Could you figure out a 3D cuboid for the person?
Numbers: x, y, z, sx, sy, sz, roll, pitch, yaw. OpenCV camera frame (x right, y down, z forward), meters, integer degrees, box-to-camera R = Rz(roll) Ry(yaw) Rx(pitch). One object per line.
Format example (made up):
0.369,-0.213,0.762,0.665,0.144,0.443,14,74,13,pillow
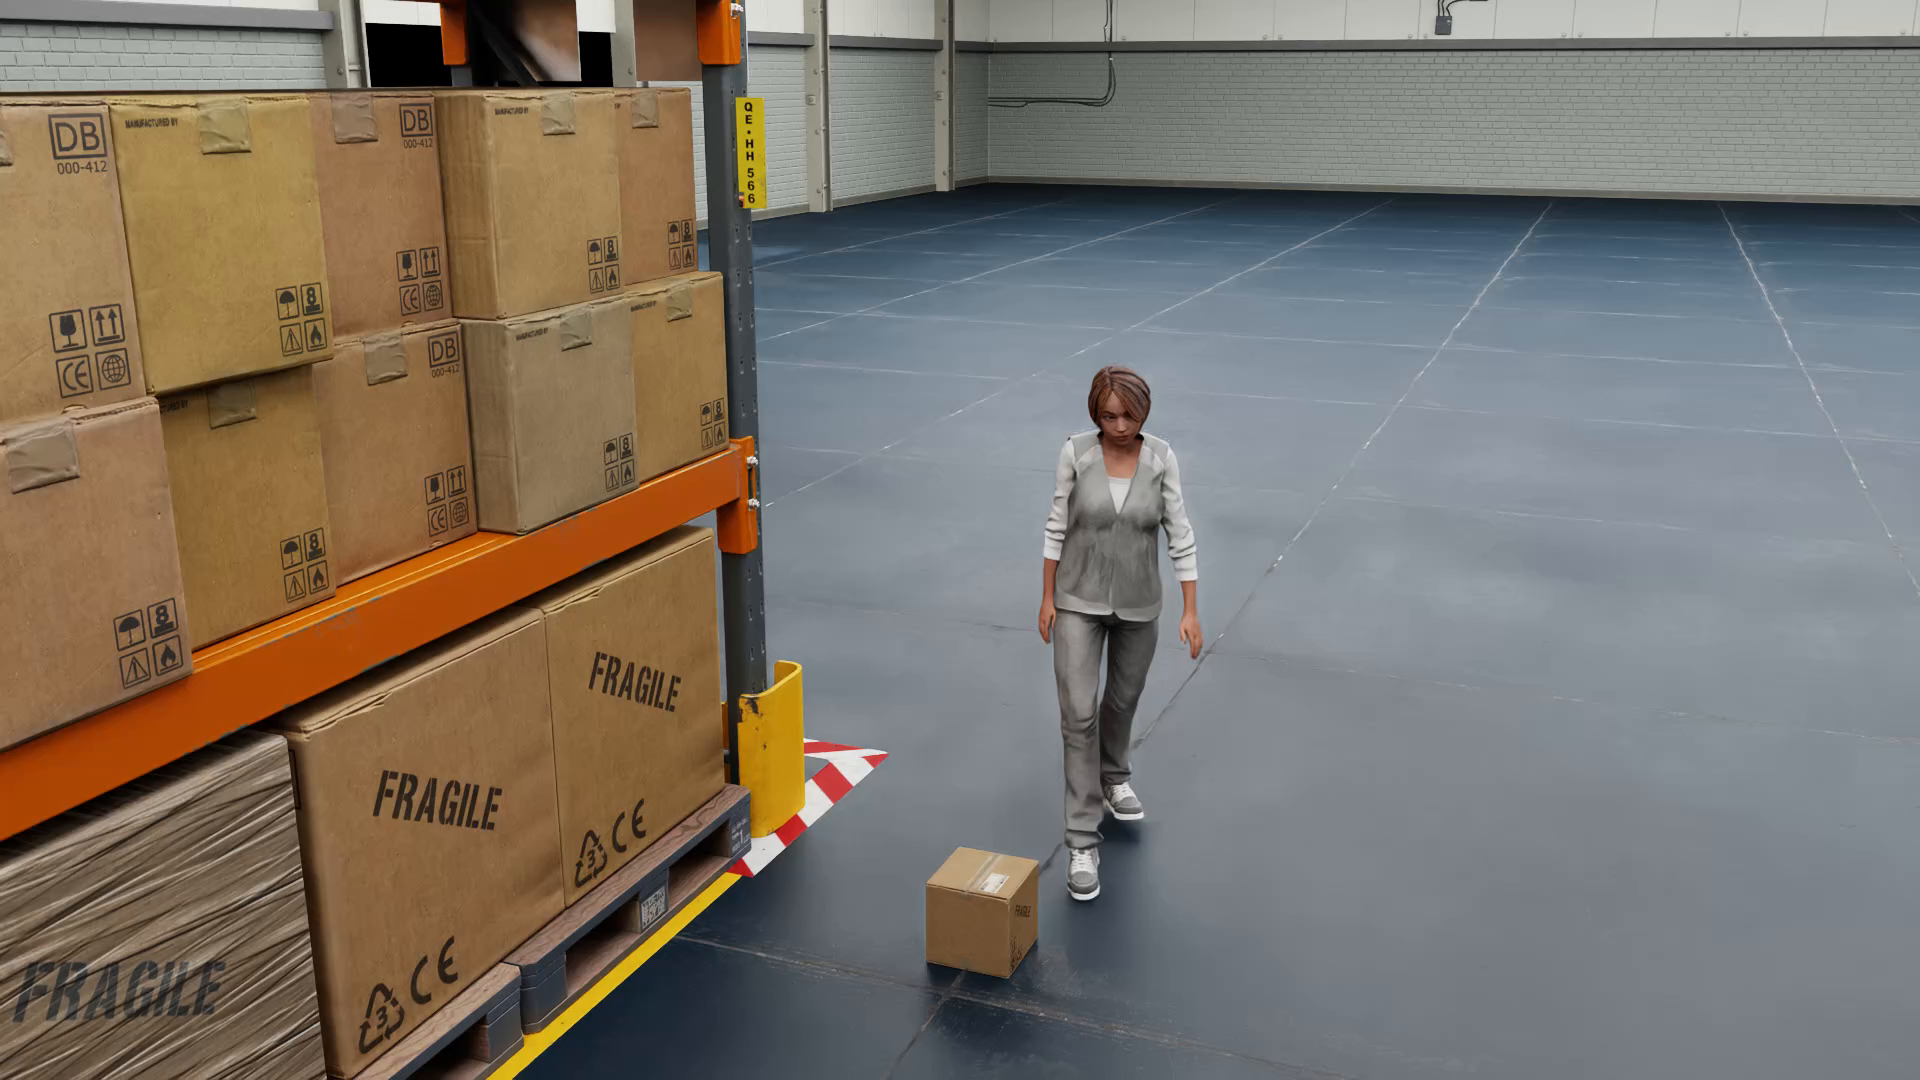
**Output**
0.504,0.237,5.185,0.493,1.570,0.781,-1,16,-4,person
